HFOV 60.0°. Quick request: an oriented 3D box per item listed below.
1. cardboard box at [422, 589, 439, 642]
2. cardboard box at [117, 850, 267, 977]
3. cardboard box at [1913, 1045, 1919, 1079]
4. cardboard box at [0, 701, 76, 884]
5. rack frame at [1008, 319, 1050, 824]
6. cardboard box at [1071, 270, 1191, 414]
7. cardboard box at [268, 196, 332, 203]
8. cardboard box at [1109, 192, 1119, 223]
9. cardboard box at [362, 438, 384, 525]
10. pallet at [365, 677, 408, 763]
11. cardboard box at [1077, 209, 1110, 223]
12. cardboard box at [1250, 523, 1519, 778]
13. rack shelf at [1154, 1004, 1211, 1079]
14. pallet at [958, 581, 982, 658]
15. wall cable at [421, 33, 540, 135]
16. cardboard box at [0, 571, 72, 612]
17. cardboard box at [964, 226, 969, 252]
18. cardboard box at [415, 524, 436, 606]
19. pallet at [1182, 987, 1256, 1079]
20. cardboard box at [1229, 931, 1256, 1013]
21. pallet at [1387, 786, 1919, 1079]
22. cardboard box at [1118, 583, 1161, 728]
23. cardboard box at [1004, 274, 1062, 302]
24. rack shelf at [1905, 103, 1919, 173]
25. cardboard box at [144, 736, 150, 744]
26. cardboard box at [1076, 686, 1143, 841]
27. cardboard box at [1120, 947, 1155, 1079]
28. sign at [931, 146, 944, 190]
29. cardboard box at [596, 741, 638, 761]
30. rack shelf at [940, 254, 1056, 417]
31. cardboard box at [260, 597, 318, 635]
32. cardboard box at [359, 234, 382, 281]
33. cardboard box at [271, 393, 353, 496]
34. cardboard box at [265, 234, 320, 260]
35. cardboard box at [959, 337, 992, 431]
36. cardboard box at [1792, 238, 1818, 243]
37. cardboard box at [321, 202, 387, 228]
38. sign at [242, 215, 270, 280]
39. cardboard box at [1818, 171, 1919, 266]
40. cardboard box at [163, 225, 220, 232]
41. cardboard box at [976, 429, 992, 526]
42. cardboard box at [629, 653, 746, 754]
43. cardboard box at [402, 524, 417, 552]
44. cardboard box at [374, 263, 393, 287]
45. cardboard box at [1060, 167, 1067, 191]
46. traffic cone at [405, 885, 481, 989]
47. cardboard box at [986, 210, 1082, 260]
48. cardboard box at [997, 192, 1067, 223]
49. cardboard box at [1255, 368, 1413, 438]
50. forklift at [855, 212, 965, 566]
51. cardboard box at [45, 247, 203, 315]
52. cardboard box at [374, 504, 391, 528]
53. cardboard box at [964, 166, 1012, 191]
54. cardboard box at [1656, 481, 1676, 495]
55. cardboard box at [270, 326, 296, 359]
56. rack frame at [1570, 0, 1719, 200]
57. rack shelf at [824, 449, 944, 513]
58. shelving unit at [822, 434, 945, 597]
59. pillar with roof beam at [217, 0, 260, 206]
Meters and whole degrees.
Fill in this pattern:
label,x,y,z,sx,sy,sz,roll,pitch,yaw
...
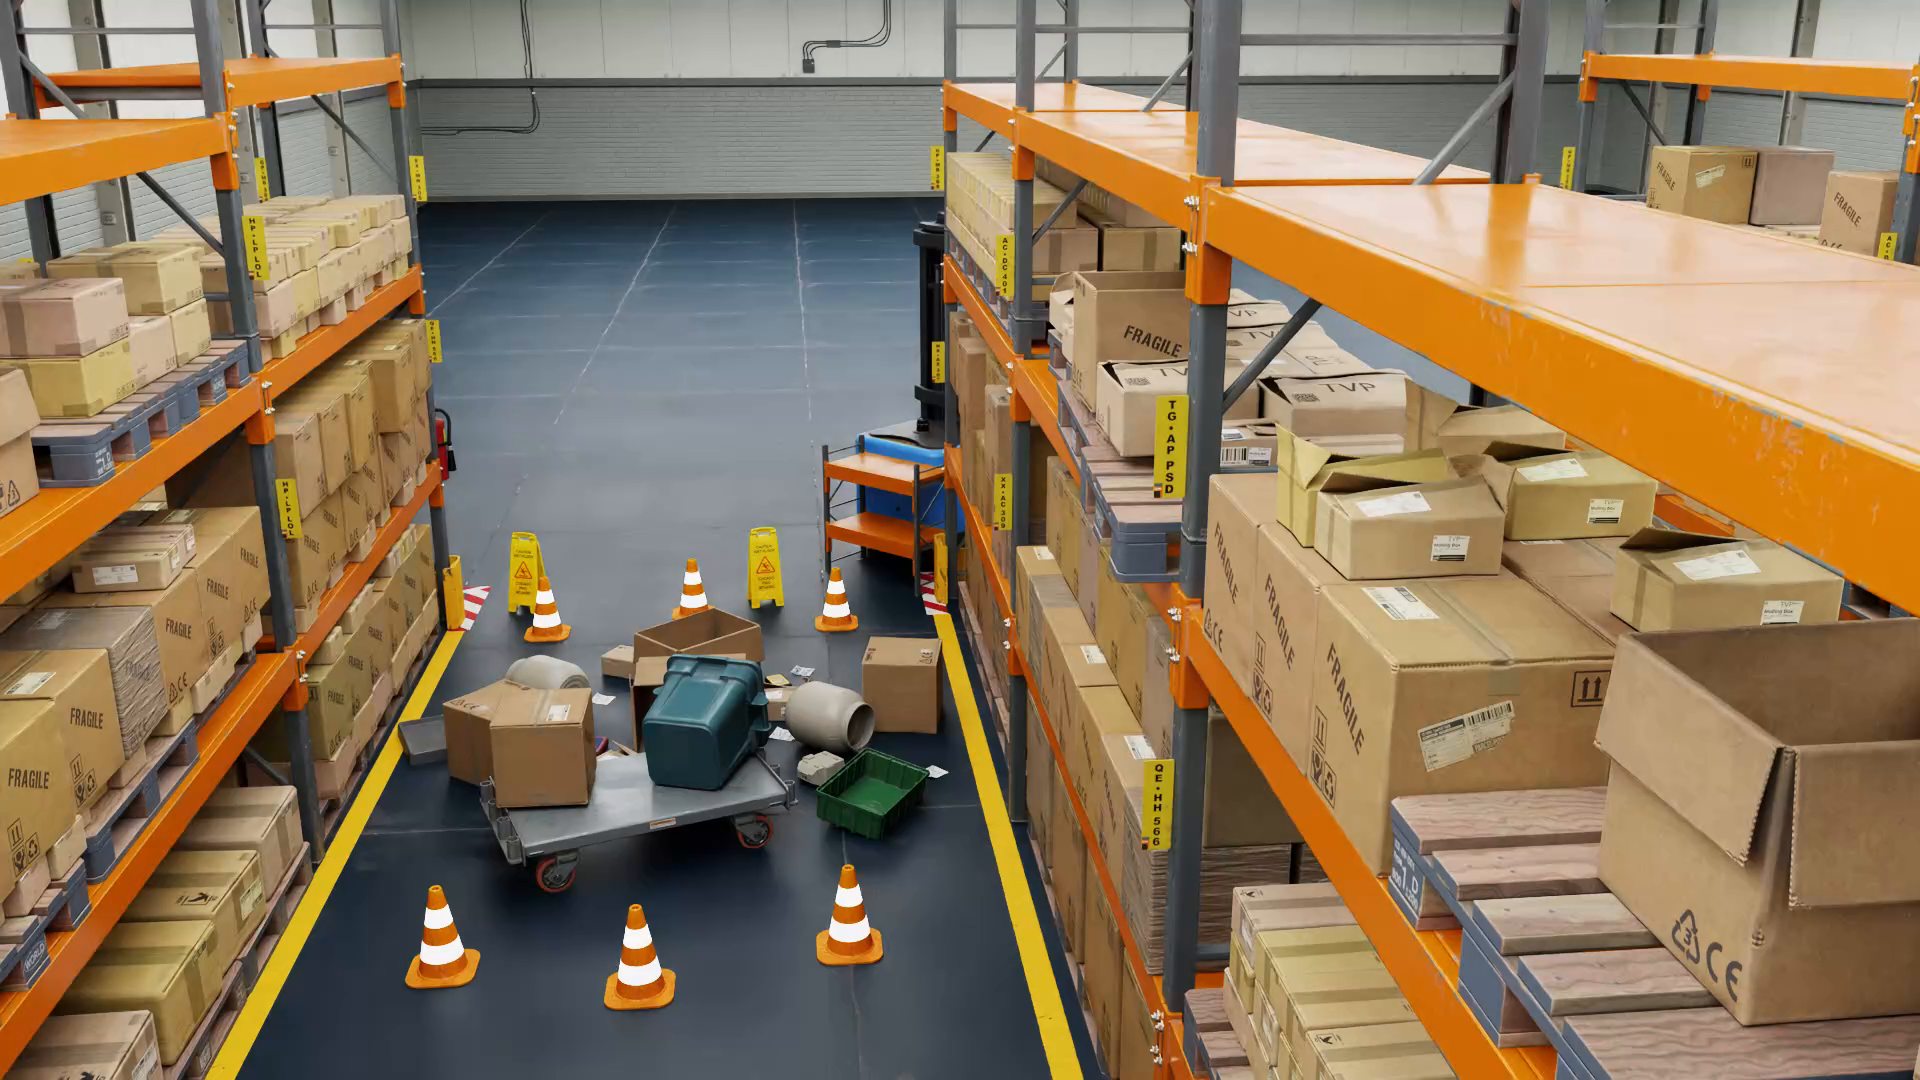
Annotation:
label,x,y,z,sx,sy,sz,roll,pitch,yaw
cardboard box,-4.178,0.564,12.336,0.500,0.250,0.500,-2,18,-6
cardboard box,-3.985,1.828,8.105,0.950,0.372,0.625,-1,17,-2
cardboard box,1.737,0.747,2.302,0.500,0.311,0.500,-2,18,-6
cardboard box,-3.583,0.910,5.979,0.500,0.500,0.500,-1,17,-3
rack frame,0.794,0.221,9.537,1.000,3.000,0.127,-2,18,-6
cardboard box,0.749,-0.823,6.821,0.500,0.500,0.500,-2,18,-6
cardboard box,-4.698,-2.367,11.862,0.380,0.149,0.250,-2,18,-6
cardboard box,1.067,-1.913,9.549,0.380,0.149,0.250,-2,18,-6
cardboard box,-4.073,-0.374,10.769,0.500,0.500,0.500,-2,17,-5
pallet,-4.352,1.172,11.166,1.003,0.211,1.213,-2,18,-6
cardboard box,0.969,-1.833,9.958,0.500,0.250,0.500,-2,18,-6
cardboard box,1.060,0.261,4.235,0.500,0.500,0.500,-2,18,-6
rack shelf,1.413,2.352,3.951,1.077,0.370,4.000,-2,18,-6
pallet,0.542,0.596,13.000,1.003,0.211,1.213,-2,18,-6
wall cable,-12.376,-11.635,42.471,3.097,2.526,0.112,-2,18,-6
cardboard box,-4.266,0.460,7.413,0.500,0.500,0.500,-2,18,-6
cardboard box,0.228,-2.042,11.289,0.380,0.149,0.250,-2,18,-6
cardboard box,-4.190,0.197,12.252,0.500,0.500,0.500,-2,18,-5
pallet,1.386,1.714,5.104,1.213,0.211,1.003,-2,18,-6
cardboard box,1.057,1.341,5.193,0.380,0.149,0.250,-1,17,-3
pallet,1.552,0.767,3.104,1.213,0.211,1.003,-2,18,-6
cardboard box,1.062,0.451,6.970,0.700,0.500,0.500,-2,18,-6
cardboard box,0.439,-1.437,9.362,0.380,0.149,0.250,-2,18,-6
rack shelf,5.944,-1.634,7.300,1.077,0.370,4.000,-2,18,-6
cardboard box,-3.775,0.855,7.238,0.380,0.149,0.250,-2,18,-8
cardboard box,0.792,0.942,7.075,0.500,0.500,0.500,-2,18,-7
cardboard box,1.233,2.102,6.602,1.050,0.750,0.750,-2,18,-6
sign,-0.171,-2.841,12.692,0.100,0.325,0.005,-2,18,-6
cardboard box,-2.068,1.400,10.348,0.396,0.266,0.258,16,24,42
rack shelf,0.588,-1.462,11.093,1.077,0.370,4.000,-2,18,-6
cardboard box,-3.832,0.421,9.322,0.380,0.149,0.250,-2,18,-6
cardboard box,-4.102,-1.840,10.850,0.500,0.250,0.500,-1,17,-4
cardboard box,-3.980,-0.553,9.670,0.700,0.500,0.500,-2,18,-5
cardboard box,-3.977,-1.698,9.732,0.380,0.149,0.250,-2,18,-7
cardboard box,0.452,-1.113,11.735,0.875,0.550,0.550,-2,18,-6
cardboard box,5.361,-1.855,10.726,0.380,0.149,0.250,-1,17,-4
cardboard box,-4.170,-2.234,11.438,0.380,0.149,0.250,-2,18,-6
sign,-3.567,-1.479,8.426,0.100,0.325,0.005,-2,18,-6
cardboard box,5.438,-1.887,9.747,0.500,0.500,0.500,-2,18,-7
cardboard box,-4.624,-1.834,10.164,0.380,0.149,0.250,-2,17,-5
cardboard box,0.572,-0.442,11.400,0.875,0.550,0.500,-2,18,-6
cardboard box,-1.728,1.062,10.799,0.797,0.637,0.503,-2,18,-6
cardboard box,-4.085,-0.005,11.813,0.380,0.149,0.250,-1,17,-4
cardboard box,-4.165,-1.848,11.539,0.380,0.149,0.250,-1,17,-4
cardboard box,0.885,-2.441,11.231,0.380,0.149,0.250,-2,18,-6
traffic cone,-2.599,1.941,8.295,0.336,0.463,0.334,-2,18,-6
cardboard box,0.436,-1.818,9.910,0.500,0.250,0.500,-2,18,-6
cardboard box,0.414,-1.893,9.484,0.380,0.149,0.250,-2,18,-6
cardboard box,1.351,-0.446,5.936,0.500,0.311,0.500,-2,18,-6
forklift,0.417,-1.539,15.258,1.130,2.935,3.031,15,23,39
cardboard box,-3.933,-1.225,7.852,0.500,0.250,0.500,-1,17,-4
cardboard box,-4.079,-0.184,11.247,0.380,0.149,0.250,-2,18,-6
cardboard box,0.229,-2.422,11.170,0.380,0.149,0.250,-2,18,-6
cardboard box,5.176,-0.431,12.036,0.380,0.149,0.250,-2,18,-6
cardboard box,-3.876,-1.087,9.117,0.380,0.149,0.250,-2,18,-6
rack frame,5.326,-3.956,12.827,1.000,3.000,0.127,-2,18,-6
rack shelf,-0.601,-0.502,13.995,1.000,0.278,0.538,14,22,37
shelving unit,-0.601,-0.223,14.083,1.048,1.125,0.538,14,22,37
pillar with roof beam,-7.868,-8.756,28.116,9.100,9.000,0.400,-2,18,-6
